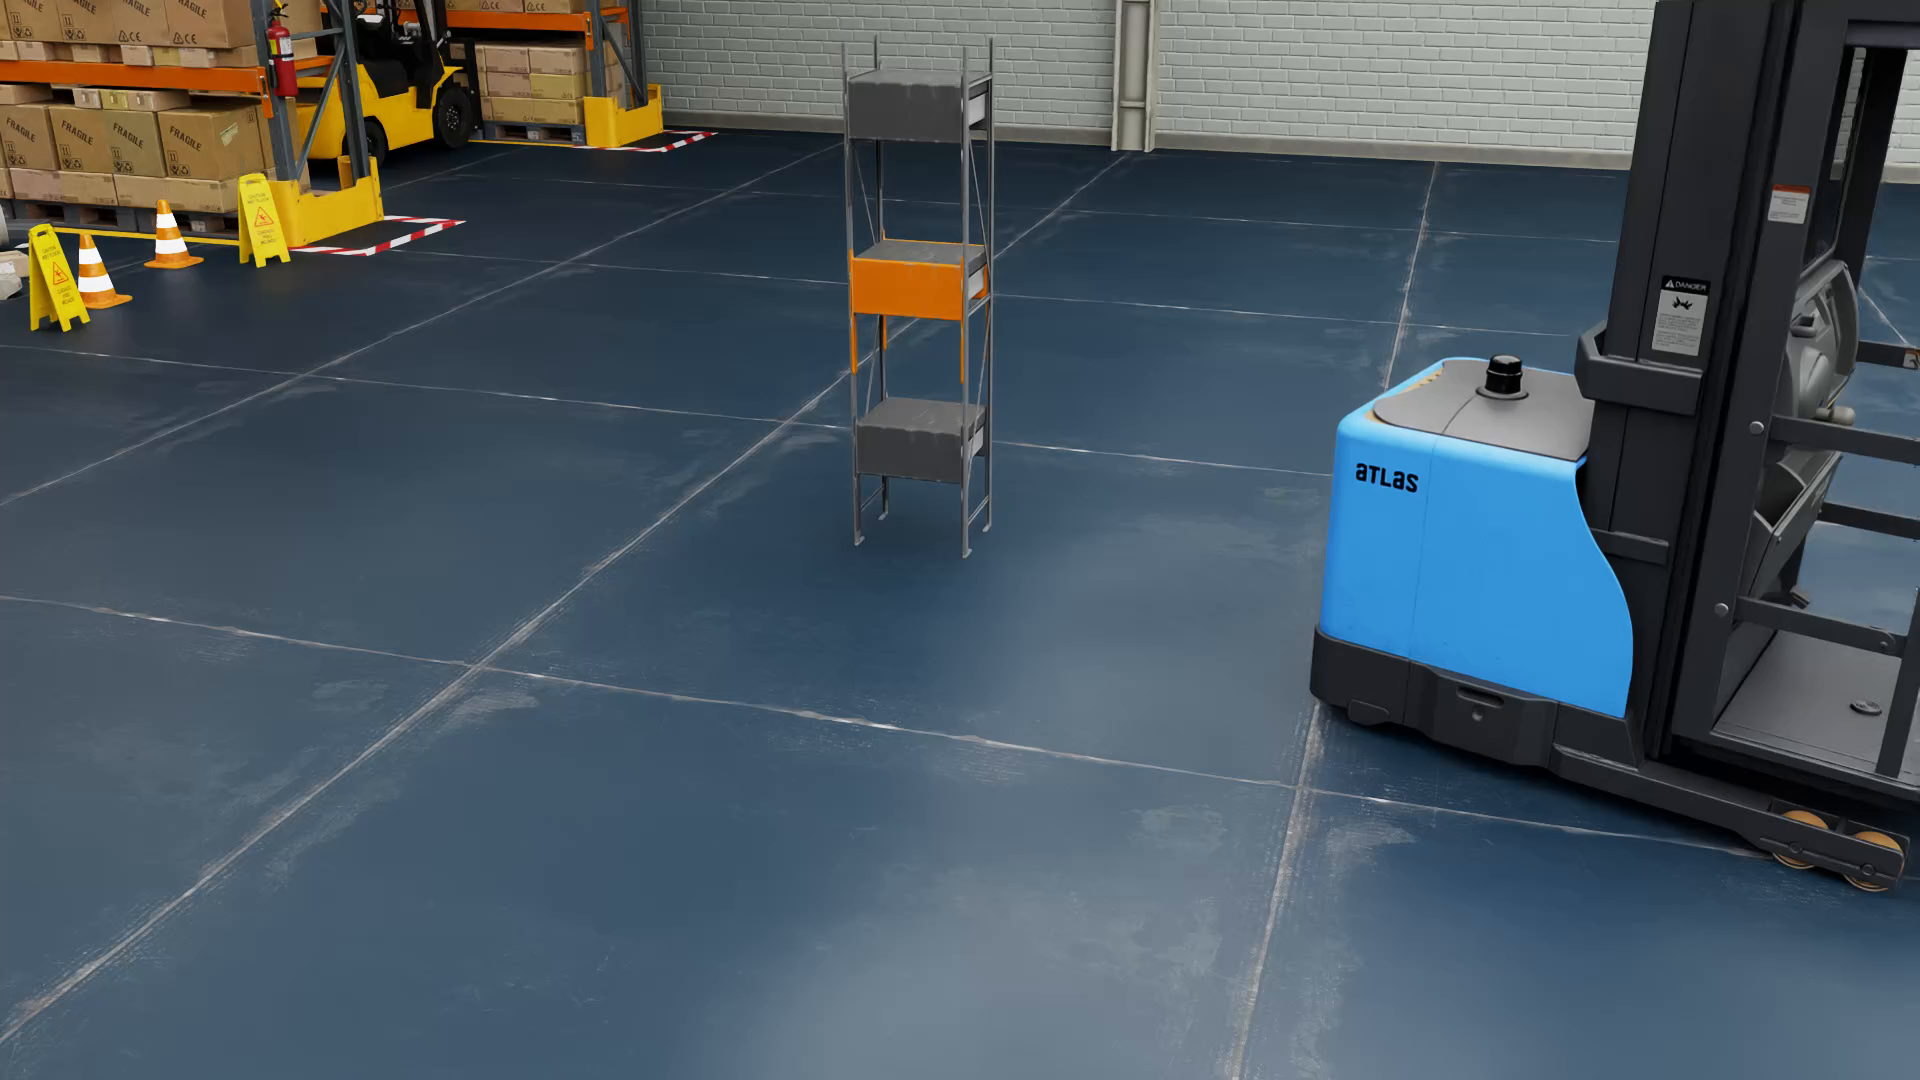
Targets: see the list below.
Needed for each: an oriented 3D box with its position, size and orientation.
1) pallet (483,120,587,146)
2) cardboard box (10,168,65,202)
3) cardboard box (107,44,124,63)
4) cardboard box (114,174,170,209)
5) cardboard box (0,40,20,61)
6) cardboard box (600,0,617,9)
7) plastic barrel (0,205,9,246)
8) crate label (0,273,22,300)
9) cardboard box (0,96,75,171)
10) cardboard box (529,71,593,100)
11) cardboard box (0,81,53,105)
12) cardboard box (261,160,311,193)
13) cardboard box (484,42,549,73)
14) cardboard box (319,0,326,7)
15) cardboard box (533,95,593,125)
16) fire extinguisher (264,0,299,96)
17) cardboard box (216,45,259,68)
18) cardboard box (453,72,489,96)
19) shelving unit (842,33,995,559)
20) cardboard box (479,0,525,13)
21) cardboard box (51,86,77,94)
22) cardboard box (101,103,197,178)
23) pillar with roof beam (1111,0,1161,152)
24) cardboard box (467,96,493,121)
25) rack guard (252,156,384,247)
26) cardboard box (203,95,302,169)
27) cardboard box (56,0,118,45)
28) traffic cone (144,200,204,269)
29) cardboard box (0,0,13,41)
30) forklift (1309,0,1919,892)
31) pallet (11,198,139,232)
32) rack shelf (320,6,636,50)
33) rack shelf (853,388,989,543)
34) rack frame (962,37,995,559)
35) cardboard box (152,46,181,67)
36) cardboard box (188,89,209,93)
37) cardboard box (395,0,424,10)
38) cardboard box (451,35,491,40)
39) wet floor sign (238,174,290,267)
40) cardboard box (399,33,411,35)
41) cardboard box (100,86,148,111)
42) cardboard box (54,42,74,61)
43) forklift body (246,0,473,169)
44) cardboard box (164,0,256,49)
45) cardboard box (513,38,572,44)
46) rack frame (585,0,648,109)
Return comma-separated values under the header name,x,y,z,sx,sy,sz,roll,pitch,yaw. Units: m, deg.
name,x,y,z,sx,sy,sz,roll,pitch,yaw
pallet,-4.310,-4.428,17.786,1.213,0.211,1.003,7,23,16
cardboard box,-7.316,-2.932,13.534,0.500,0.250,0.500,6,23,15
cardboard box,-6.390,-3.812,12.942,0.250,0.149,0.380,7,23,16
cardboard box,-6.342,-2.818,13.257,0.500,0.250,0.500,7,23,16
cardboard box,-7.395,-3.873,13.090,0.250,0.149,0.380,7,23,16
cardboard box,-3.960,-5.851,17.449,0.500,0.500,0.500,7,23,17
plastic barrel,-7.411,-2.330,12.392,0.512,0.421,0.421,-14,26,-30
crate label,-6.546,-1.723,11.289,0.298,0.136,0.250,-5,23,-12
cardboard box,-7.327,-3.278,13.391,0.500,0.500,0.500,8,24,18
cardboard box,-4.122,-4.743,17.290,0.500,0.250,0.500,6,23,15
cardboard box,-7.486,-3.571,13.249,0.250,0.149,0.380,8,24,19
cardboard box,-5.689,-2.956,13.595,0.500,0.250,0.500,6,23,15
cardboard box,-4.588,-5.025,17.320,0.500,0.250,0.500,7,23,16
cardboard box,-6.543,-5.939,17.665,0.500,0.500,0.500,7,23,16
cardboard box,-4.107,-4.508,17.378,0.500,0.250,0.500,7,23,16
fire extinguisher,-5.020,-3.630,12.268,0.183,0.674,0.296,7,23,16
cardboard box,-5.416,-3.692,12.650,0.250,0.149,0.380,7,23,17
cardboard box,-5.100,-4.850,17.553,0.500,0.250,0.500,6,23,14
shelving unit,-0.158,-0.990,6.916,0.503,2.100,0.431,7,23,16
cardboard box,-4.607,-5.714,17.117,0.500,0.500,0.500,7,23,17
cardboard box,-7.694,-3.531,14.006,0.500,0.500,0.500,7,23,16
cardboard box,-6.339,-3.164,13.112,0.500,0.500,0.500,7,23,17
pillar with roof beam,0.528,-6.607,11.519,0.400,9.000,9.100,7,23,16
cardboard box,-5.057,-4.624,17.661,0.500,0.250,0.500,7,23,16
rack guard,-5.069,-2.697,13.187,0.348,0.500,1.175,7,23,16
cardboard box,-5.712,-3.306,13.458,0.500,0.500,0.500,6,23,14
cardboard box,-6.552,-4.101,12.792,0.500,0.500,0.500,6,23,15
traffic cone,-5.781,-2.250,12.146,0.334,0.463,0.336,7,23,16
cardboard box,-7.521,-4.212,13.062,0.500,0.500,0.500,6,23,15
forklift,2.706,-0.571,4.801,3.031,2.935,1.130,16,27,33
pallet,-7.001,-2.800,13.818,1.213,0.211,1.003,7,23,16
rack shelf,-5.481,-5.536,17.761,4.000,0.370,1.077,7,23,16
rack shelf,-0.158,-0.329,7.187,0.480,0.518,0.431,7,23,16
rack frame,0.075,-0.963,6.851,0.015,2.100,0.400,7,23,16
cardboard box,-5.930,-3.716,12.707,0.250,0.149,0.380,6,23,15
cardboard box,-8.639,-5.324,18.873,0.625,0.625,0.875,6,23,15
cardboard box,-5.582,-5.822,17.378,0.500,0.500,0.500,7,23,16
cardboard box,-5.415,-5.326,18.055,0.500,0.250,0.500,6,23,14
wet floor sign,-5.124,-2.347,12.140,0.232,0.644,0.267,16,27,34
cardboard box,-6.379,-5.439,18.329,0.500,0.250,0.500,6,23,15
cardboard box,-6.449,-3.452,12.961,0.250,0.149,0.380,7,23,16
cardboard box,-6.874,-3.867,13.076,0.250,0.149,0.380,7,23,16
forklift body,-5.909,-4.802,16.142,1.214,2.155,2.313,7,23,16
cardboard box,-5.596,-3.989,12.518,0.500,0.500,0.500,6,23,15
cardboard box,-4.451,-5.209,17.769,0.500,0.250,0.500,7,23,16
rack frame,-3.566,-5.649,17.090,0.127,3.000,1.000,7,23,16
